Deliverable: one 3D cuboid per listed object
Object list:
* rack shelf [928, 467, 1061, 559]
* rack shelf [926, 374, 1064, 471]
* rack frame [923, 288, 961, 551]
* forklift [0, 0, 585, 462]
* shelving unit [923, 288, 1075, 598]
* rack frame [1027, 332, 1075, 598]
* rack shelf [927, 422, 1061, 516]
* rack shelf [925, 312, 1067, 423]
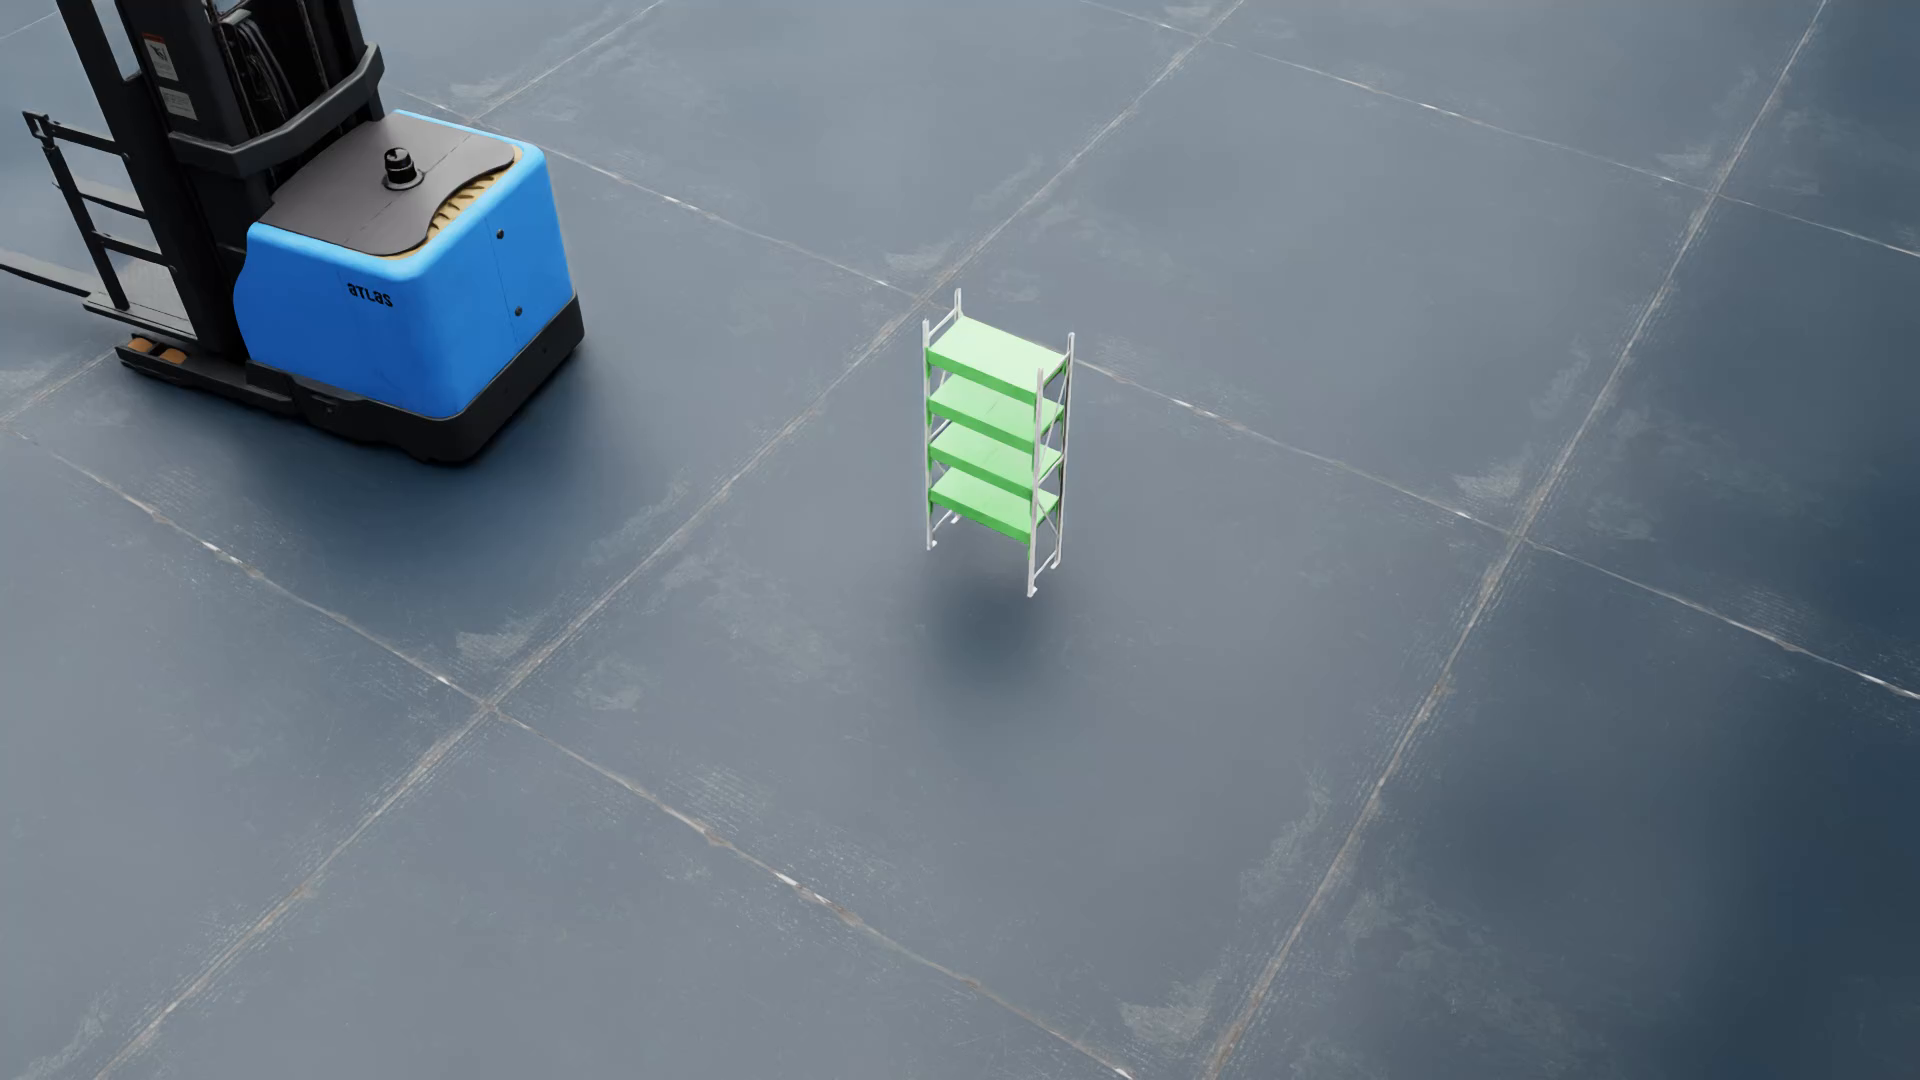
[{"bbox_3d":[0.139,-0.142,6.697,0.480,0.148,0.258,25,51,22],"label":"rack shelf"},{"bbox_3d":[0.139,-0.477,6.353,0.480,0.148,0.258,25,51,22],"label":"rack shelf"},{"bbox_3d":[-0.066,-0.449,6.571,0.015,1.200,0.240,25,51,22],"label":"rack frame"},{"bbox_3d":[-3.326,-2.065,6.934,3.031,2.935,1.130,17,48,16],"label":"forklift"},{"bbox_3d":[0.139,-0.354,6.479,0.503,1.200,0.258,25,51,22],"label":"shelving unit"},{"bbox_3d":[0.345,-0.260,6.387,0.015,1.200,0.240,25,51,22],"label":"rack frame"},{"bbox_3d":[0.139,-0.310,6.525,0.480,0.148,0.258,25,51,22],"label":"rack shelf"},{"bbox_3d":[0.139,-0.644,6.181,0.480,0.148,0.258,25,51,22],"label":"rack shelf"}]
